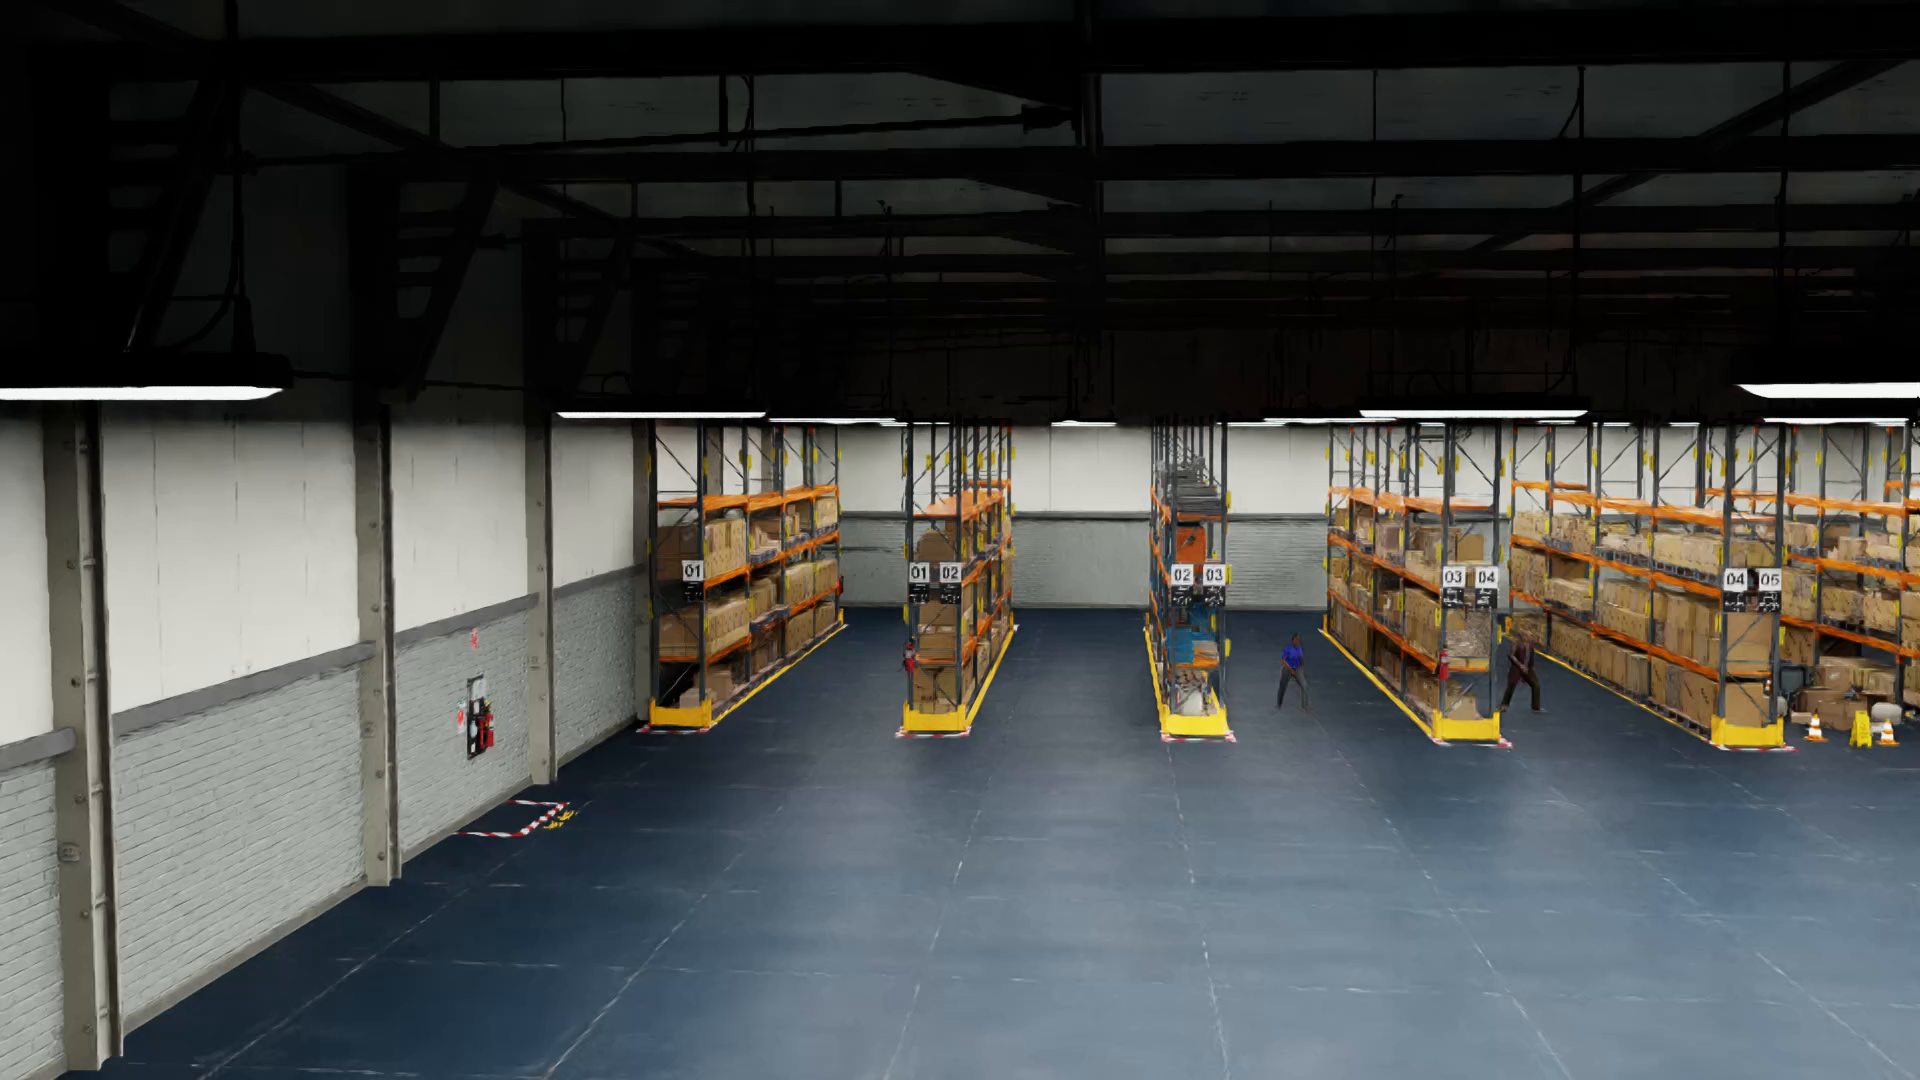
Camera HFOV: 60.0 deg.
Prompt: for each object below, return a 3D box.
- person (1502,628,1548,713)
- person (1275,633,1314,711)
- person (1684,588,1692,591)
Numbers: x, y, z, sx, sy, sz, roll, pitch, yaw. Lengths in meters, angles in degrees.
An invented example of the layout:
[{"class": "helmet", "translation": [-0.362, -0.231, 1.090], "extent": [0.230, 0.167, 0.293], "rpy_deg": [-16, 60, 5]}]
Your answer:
[{"class": "person", "translation": [11.286, 2.606, 33.412], "extent": [0.724, 1.713, 0.901], "rpy_deg": [-1, 4, -11]}, {"class": "person", "translation": [6.748, 2.657, 33.651], "extent": [0.626, 1.594, 0.805], "rpy_deg": [-1, 4, -13]}, {"class": "person", "translation": [18.658, 1.980, 42.617], "extent": [0.560, 1.726, 0.634], "rpy_deg": [2, 4, 21]}]
